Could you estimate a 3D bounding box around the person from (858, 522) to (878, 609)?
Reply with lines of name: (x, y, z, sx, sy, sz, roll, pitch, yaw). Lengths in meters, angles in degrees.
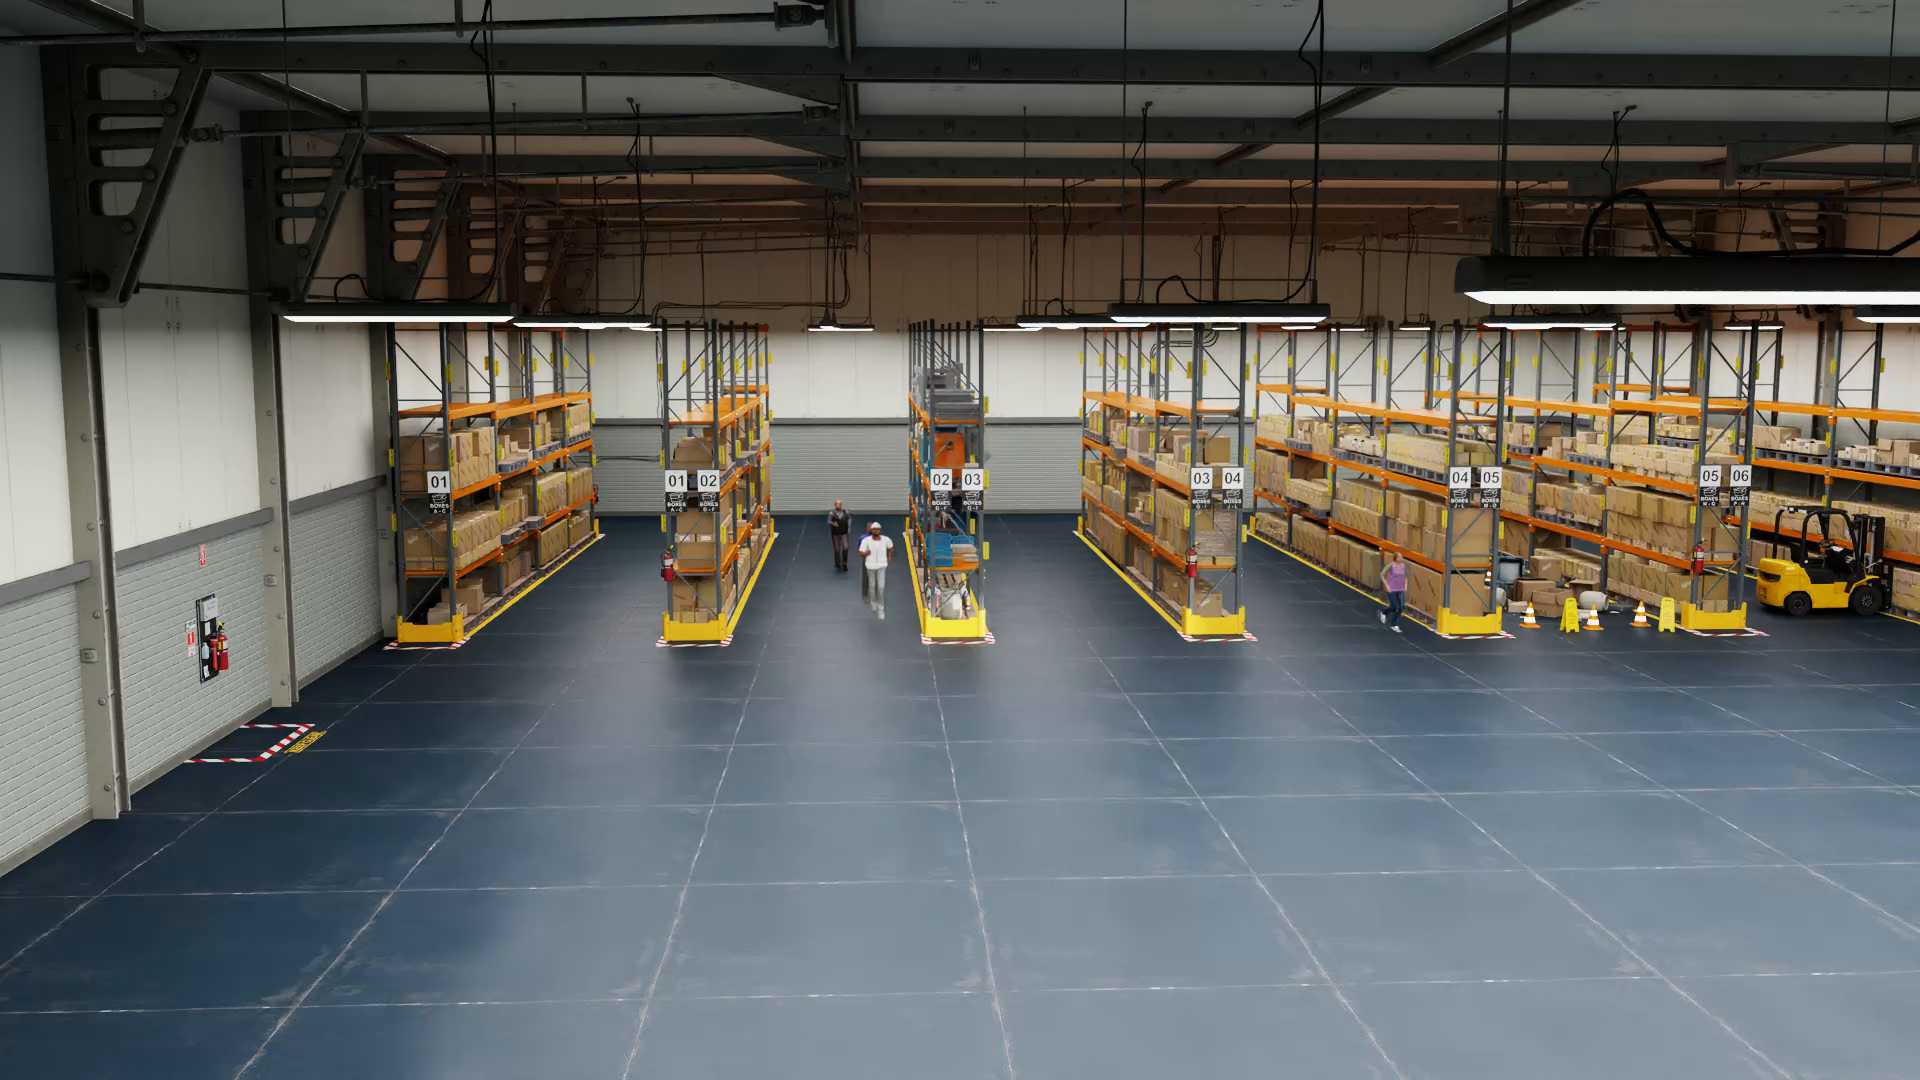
person: (-1.779, 0.490, 33.309, 0.566, 1.718, 0.725, -2, 7, -19)

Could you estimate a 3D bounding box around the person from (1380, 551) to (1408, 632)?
person: (8.408, 0.986, 32.283, 0.588, 1.587, 0.509, -3, 8, -21)

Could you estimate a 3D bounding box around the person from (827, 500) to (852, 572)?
person: (-2.918, -0.096, 40.340, 0.635, 1.770, 0.756, -1, 7, -10)

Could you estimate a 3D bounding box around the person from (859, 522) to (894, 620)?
person: (-1.620, 0.589, 32.310, 0.674, 1.881, 0.702, 0, 7, -3)
